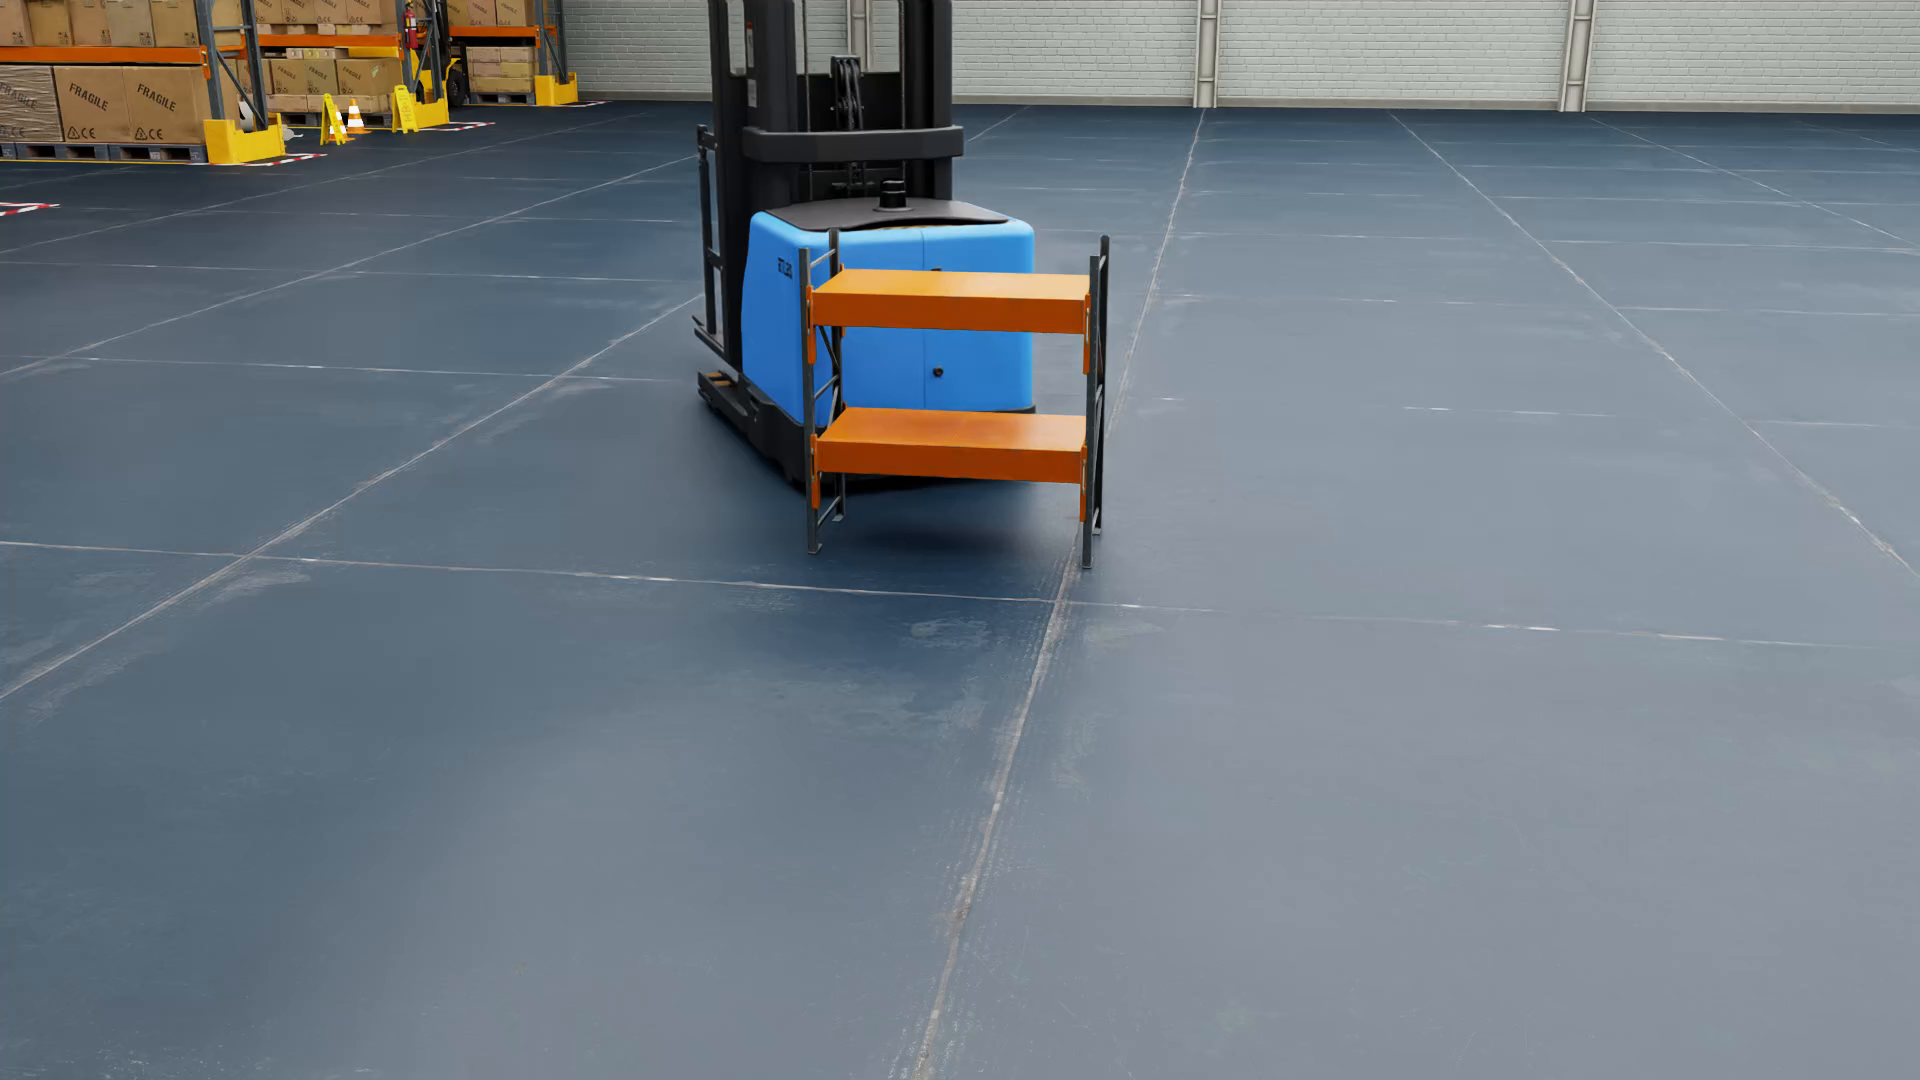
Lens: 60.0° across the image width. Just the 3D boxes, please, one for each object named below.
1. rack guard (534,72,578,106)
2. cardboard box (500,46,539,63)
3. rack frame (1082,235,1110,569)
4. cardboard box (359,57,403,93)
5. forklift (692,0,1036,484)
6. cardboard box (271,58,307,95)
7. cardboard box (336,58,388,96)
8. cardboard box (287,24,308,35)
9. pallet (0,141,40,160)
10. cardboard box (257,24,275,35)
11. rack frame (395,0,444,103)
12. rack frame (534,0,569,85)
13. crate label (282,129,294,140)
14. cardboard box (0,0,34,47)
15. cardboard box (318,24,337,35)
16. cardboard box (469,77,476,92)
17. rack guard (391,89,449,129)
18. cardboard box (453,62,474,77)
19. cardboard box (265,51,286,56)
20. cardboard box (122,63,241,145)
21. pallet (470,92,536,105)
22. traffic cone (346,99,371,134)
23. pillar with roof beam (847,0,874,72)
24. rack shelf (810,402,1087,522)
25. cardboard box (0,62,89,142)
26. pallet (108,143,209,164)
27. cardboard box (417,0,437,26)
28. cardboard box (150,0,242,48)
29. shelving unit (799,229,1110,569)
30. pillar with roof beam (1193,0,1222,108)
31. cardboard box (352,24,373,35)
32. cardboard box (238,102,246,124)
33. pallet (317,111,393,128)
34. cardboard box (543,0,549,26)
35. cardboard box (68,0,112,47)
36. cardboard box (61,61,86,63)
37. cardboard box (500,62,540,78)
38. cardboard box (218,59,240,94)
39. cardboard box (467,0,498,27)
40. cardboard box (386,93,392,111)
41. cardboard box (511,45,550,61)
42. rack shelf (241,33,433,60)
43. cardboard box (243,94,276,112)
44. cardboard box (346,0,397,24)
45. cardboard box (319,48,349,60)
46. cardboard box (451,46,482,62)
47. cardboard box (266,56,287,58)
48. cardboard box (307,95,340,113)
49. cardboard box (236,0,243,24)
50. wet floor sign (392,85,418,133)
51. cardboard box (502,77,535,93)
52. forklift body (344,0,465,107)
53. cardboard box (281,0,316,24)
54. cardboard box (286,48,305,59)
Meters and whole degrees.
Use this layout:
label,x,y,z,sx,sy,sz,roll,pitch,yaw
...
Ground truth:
label,x,y,z,sx,sy,sz,roll,pitch,yaw
rack guard,-7.090,-7.929,29.213,0.348,0.500,1.175,3,19,9
cardboard box,-7.618,-8.411,28.809,0.500,0.250,0.500,4,19,10
rack frame,0.495,-0.508,6.049,0.032,1.125,0.500,3,19,9
cardboard box,-8.674,-6.940,24.806,0.500,0.500,0.500,2,19,7
forklift,-0.669,-2.046,7.798,1.130,2.935,3.031,-7,20,-19
cardboard box,-9.743,-6.823,24.457,0.500,0.500,0.500,2,19,7
cardboard box,-8.730,-6.770,24.299,0.500,0.500,0.500,3,19,9
cardboard box,-9.575,-7.436,24.195,0.250,0.149,0.380,3,19,8
pallet,-11.794,-4.821,20.379,1.213,0.211,1.003,3,19,9
cardboard box,-10.072,-7.455,24.253,0.250,0.149,0.380,3,19,8
rack frame,-7.898,-7.561,24.172,0.127,3.000,1.000,3,19,9
rack frame,-7.114,-9.116,28.820,0.127,3.000,1.000,3,19,9
crate label,-9.153,-5.476,22.453,0.298,0.136,0.250,-7,20,-20
cardboard box,-11.105,-6.178,19.803,0.550,0.550,0.875,3,19,9
cardboard box,-9.077,-7.394,24.071,0.250,0.149,0.380,3,19,10
cardboard box,-8.610,-7.992,29.132,0.500,0.250,0.500,3,19,9
rack guard,-7.973,-6.379,24.580,0.348,0.500,1.175,3,19,9
cardboard box,-8.651,-8.223,29.035,0.500,0.250,0.500,2,19,7
cardboard box,-12.345,-8.454,29.924,0.625,0.625,0.875,3,19,8
cardboard box,-9.263,-5.210,19.833,0.875,0.875,0.875,3,19,9
pallet,-7.876,-7.819,29.339,1.213,0.211,1.003,3,19,9
traffic cone,-8.527,-5.975,23.432,0.334,0.463,0.336,3,19,9
pillar with roof beam,-2.417,-10.628,23.884,0.400,9.000,9.100,3,19,9
rack shelf,-0.007,-0.302,6.203,1.000,0.278,0.538,3,19,9
cardboard box,-11.032,-5.300,20.102,0.875,0.875,0.875,3,19,9
pallet,-9.385,-4.698,20.012,1.213,0.211,1.003,3,19,9
cardboard box,-9.157,-9.182,28.861,0.500,0.500,0.500,3,19,9
cardboard box,-8.957,-6.080,19.512,0.550,0.550,0.875,3,19,9
shelving unit,-0.007,-0.534,6.126,1.048,1.125,0.538,3,19,9
pillar with roof beam,3.507,-10.326,22.981,0.400,9.000,9.100,3,19,9
cardboard box,-8.569,-7.371,24.002,0.250,0.149,0.380,3,19,8
cardboard box,-10.034,-5.672,22.462,0.637,0.503,0.797,-11,21,-29
pallet,-8.769,-6.294,24.781,1.213,0.211,1.003,3,19,9
cardboard box,-7.559,-9.275,29.139,0.500,0.500,0.500,4,19,10
cardboard box,-10.036,-6.169,19.776,0.550,0.550,0.875,3,19,9
cardboard box,-15.957,-8.515,30.301,0.500,0.500,0.500,3,19,8
cardboard box,-7.644,-8.175,28.891,0.500,0.250,0.500,3,19,8
cardboard box,-10.777,-6.875,24.613,0.500,0.500,0.500,4,19,11
cardboard box,-8.152,-9.135,28.719,0.500,0.500,0.500,4,19,10
cardboard box,-8.650,-6.583,24.922,0.500,0.250,0.500,3,19,8
cardboard box,-7.559,-8.569,29.281,0.500,0.250,0.500,3,19,8
rack shelf,-9.872,-7.320,24.587,4.000,0.370,1.077,3,19,9
cardboard box,-10.254,-6.494,24.655,0.500,0.250,0.500,3,19,8
cardboard box,-8.477,-7.690,23.933,0.500,0.500,0.500,3,19,8
cardboard box,-9.103,-7.075,24.189,0.250,0.149,0.380,3,19,10
cardboard box,-8.623,-8.457,28.946,0.500,0.250,0.500,3,19,9
cardboard box,-10.214,-7.017,25.036,0.500,0.500,0.500,4,19,12
cardboard box,-9.249,-6.441,24.497,0.500,0.250,0.500,3,19,9
cardboard box,-10.464,-7.794,24.242,0.500,0.500,0.500,3,19,8
wet floor sign,-7.880,-6.099,23.515,0.232,0.644,0.267,10,21,27
cardboard box,-7.628,-7.936,28.965,0.500,0.250,0.500,3,19,9
forklift body,-9.276,-8.237,27.532,1.214,2.155,2.313,3,19,9
cardboard box,-9.464,-7.743,24.091,0.500,0.500,0.500,3,19,8
cardboard box,-9.611,-7.103,24.271,0.250,0.149,0.380,4,19,11
